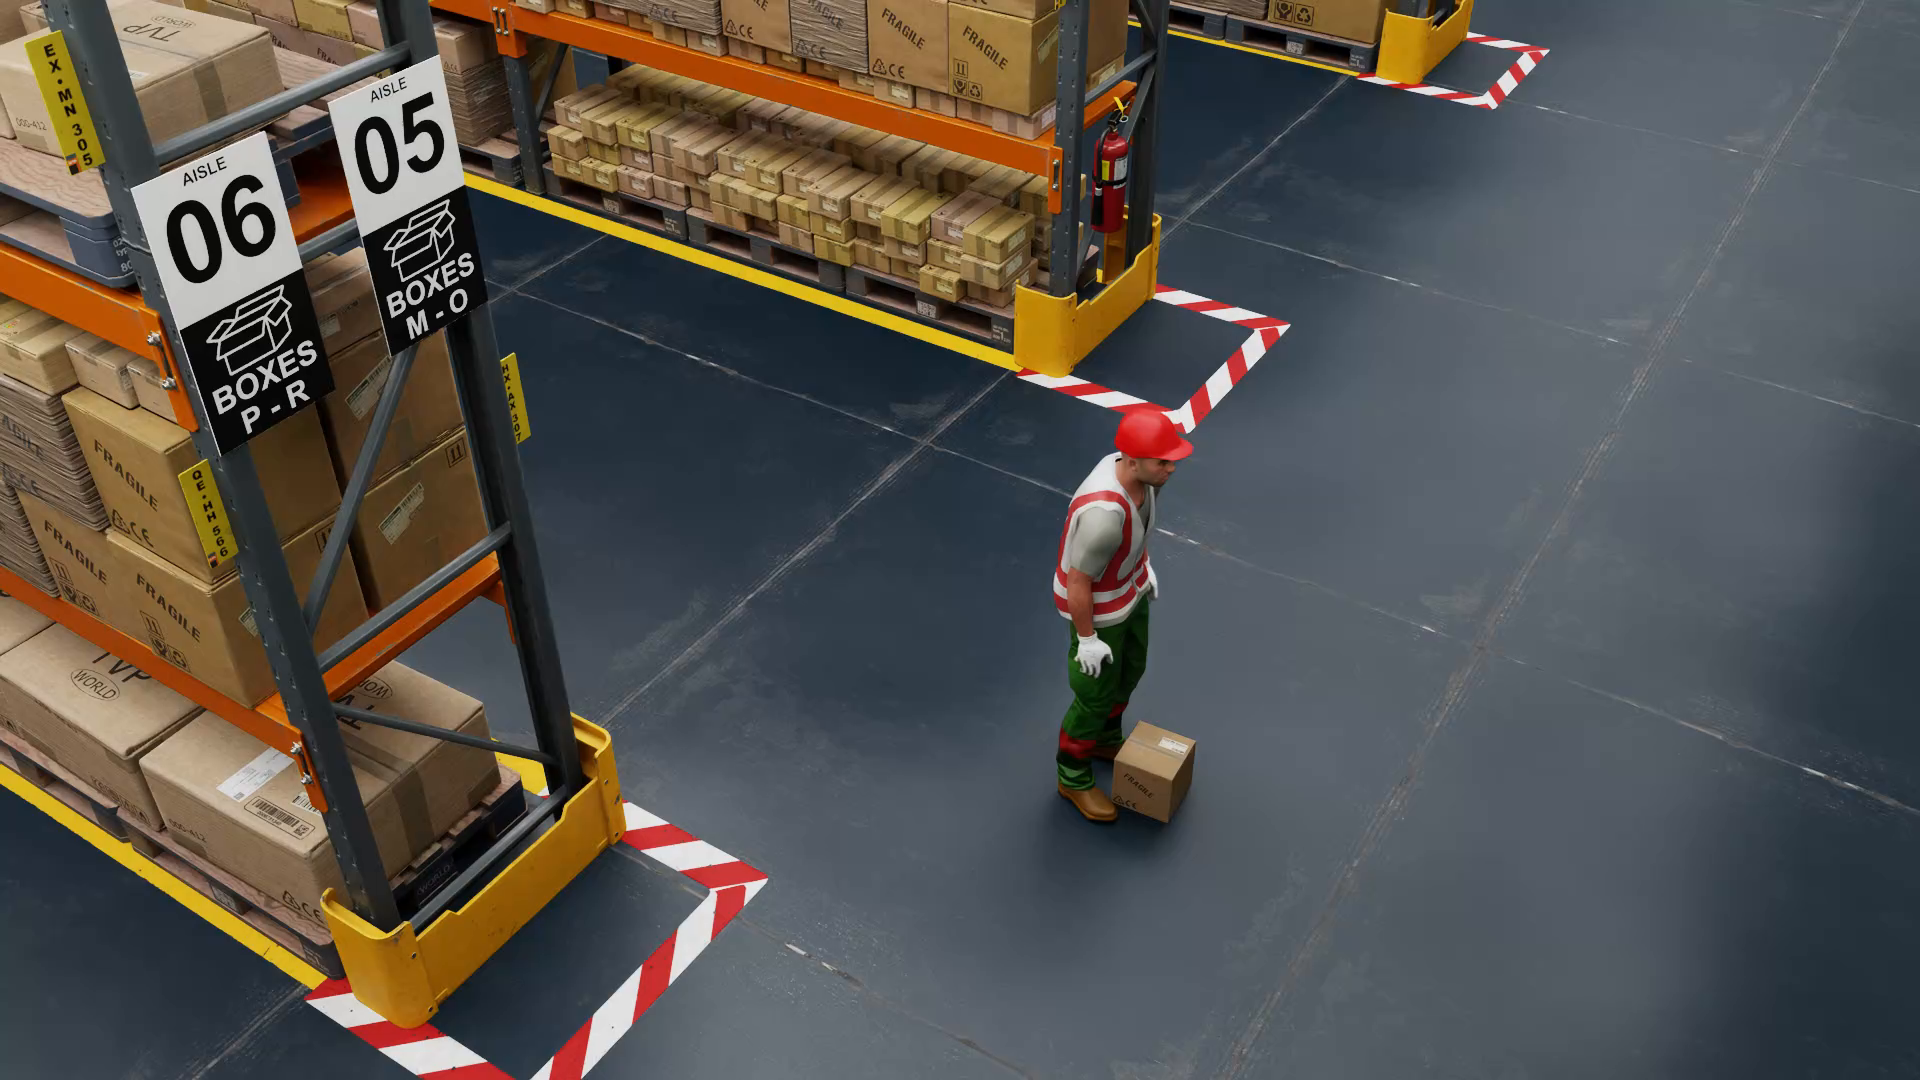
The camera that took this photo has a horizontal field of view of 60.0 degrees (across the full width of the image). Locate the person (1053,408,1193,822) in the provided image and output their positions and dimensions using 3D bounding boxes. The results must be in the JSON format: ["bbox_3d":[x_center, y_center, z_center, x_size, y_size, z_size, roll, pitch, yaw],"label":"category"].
[{"bbox_3d":[0.595,0.254,6.345,0.451,1.778,0.612,19,42,22],"label":"person"}]
